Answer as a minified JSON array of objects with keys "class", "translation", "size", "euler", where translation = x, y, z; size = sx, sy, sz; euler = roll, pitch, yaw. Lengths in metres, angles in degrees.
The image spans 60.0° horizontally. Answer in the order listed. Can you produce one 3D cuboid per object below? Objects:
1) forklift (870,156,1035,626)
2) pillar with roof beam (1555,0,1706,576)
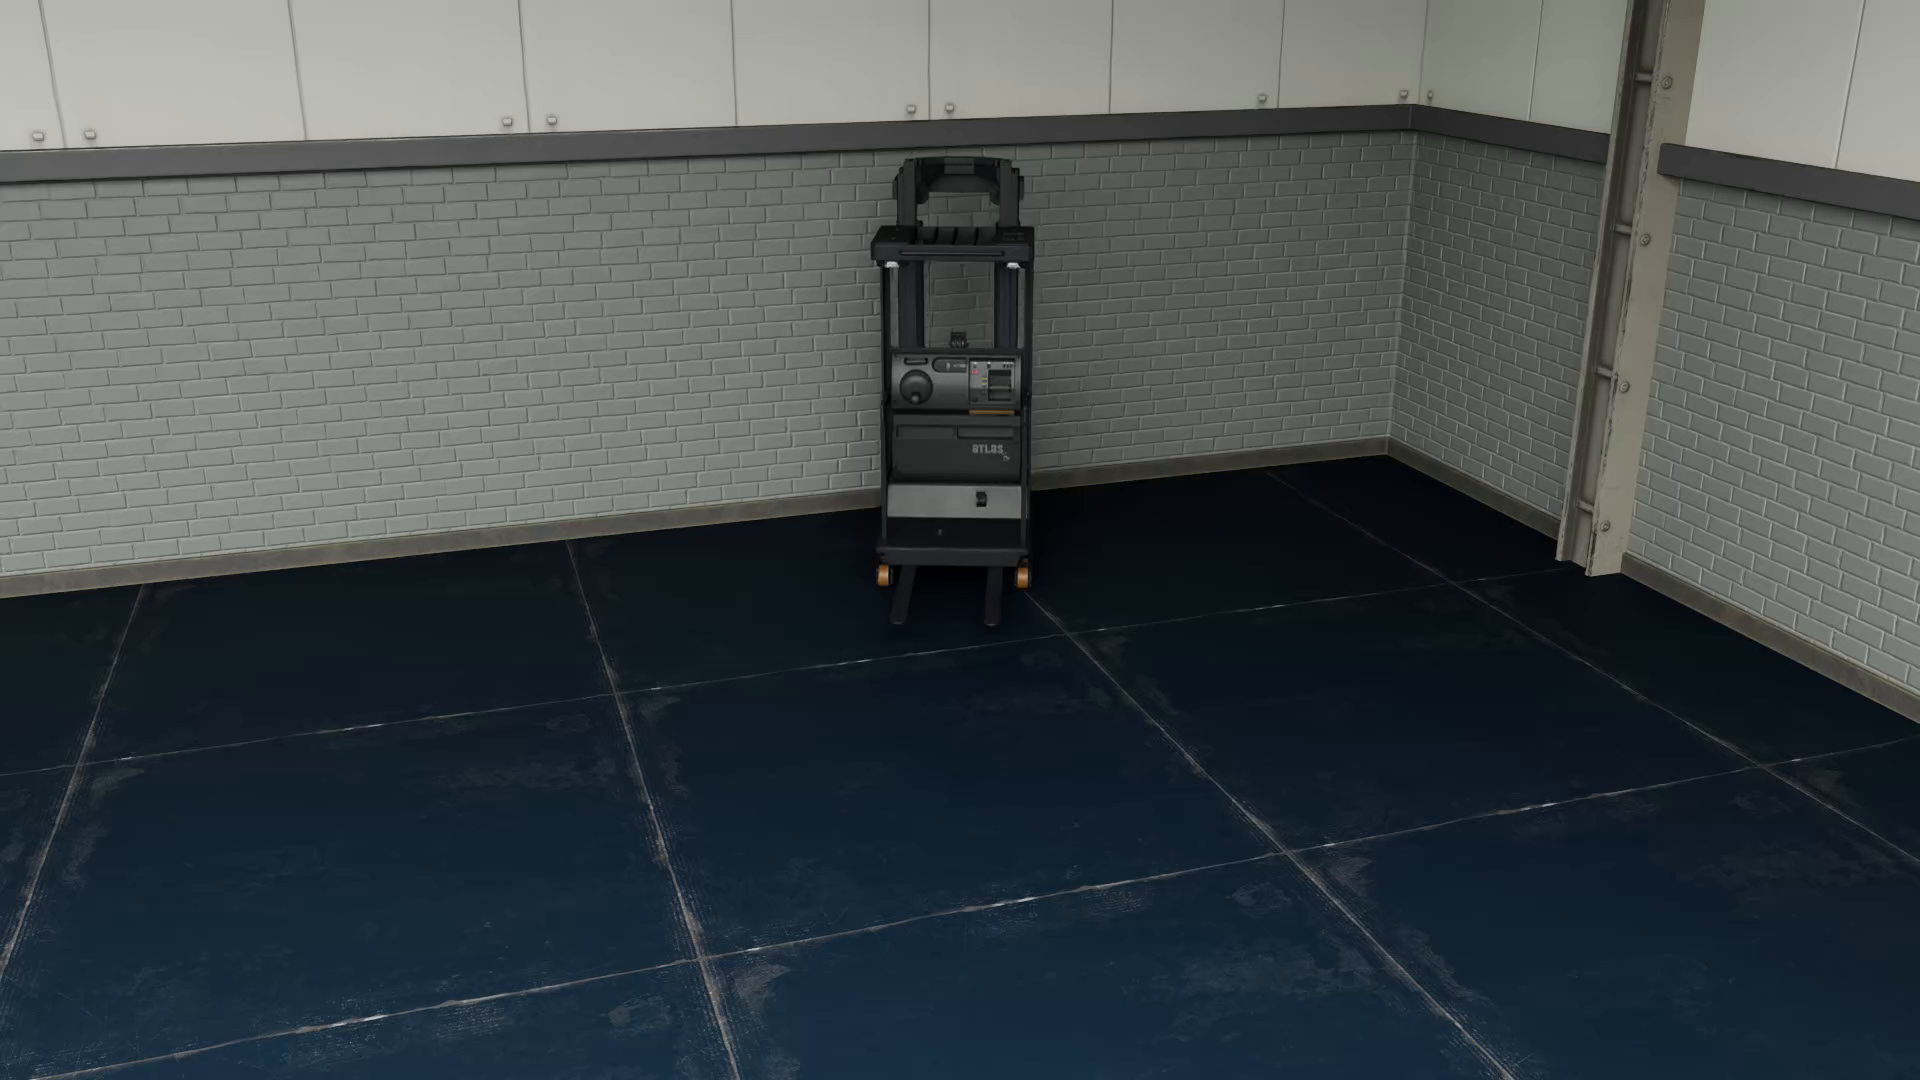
[{"class":"forklift","translation":[-0.032,-1.137,11.747],"size":[1.130,2.935,3.031],"euler":[1,20,2]},{"class":"pillar with roof beam","translation":[0.603,-3.590,9.600],"size":[9.100,9.000,0.400],"euler":[-6,21,-17]}]
